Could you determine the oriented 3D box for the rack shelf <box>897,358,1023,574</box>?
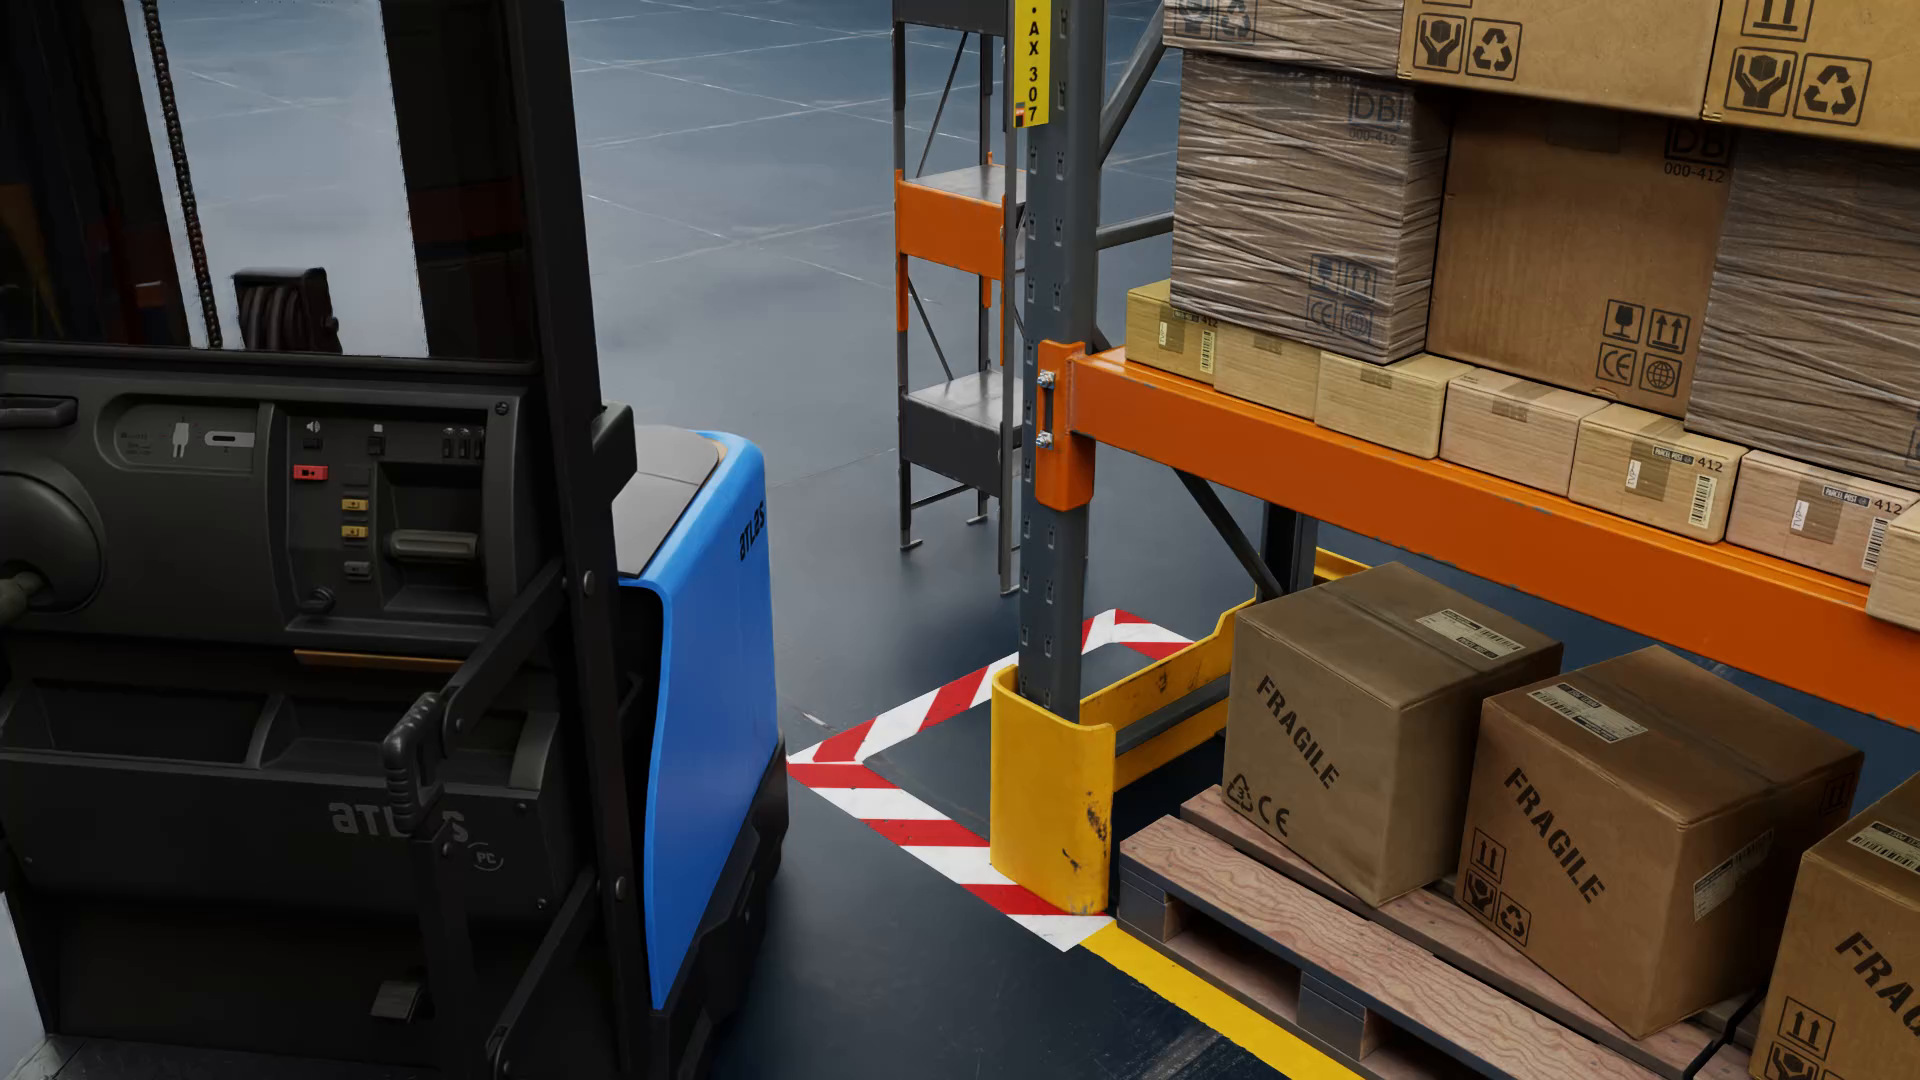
[{"bbox_3d":[0.113,-0.256,5.500,0.431,0.518,0.480,-21,32,-38],"label":"rack shelf"}]

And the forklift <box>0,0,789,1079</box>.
[{"bbox_3d":[-1.119,-0.017,2.256,1.130,2.935,3.031,3,25,7],"label":"forklift"}]

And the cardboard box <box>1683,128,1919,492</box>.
[{"bbox_3d":[1.634,-0.450,2.643,0.875,0.500,0.500,-21,32,-38],"label":"cardboard box"}]

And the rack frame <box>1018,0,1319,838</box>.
[{"bbox_3d":[0.538,-0.725,3.725,1.000,3.000,0.127,-21,32,-38],"label":"rack frame"}]

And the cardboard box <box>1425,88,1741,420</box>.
[{"bbox_3d":[1.324,-0.614,3.002,0.875,0.500,0.500,-21,32,-38],"label":"cardboard box"}]

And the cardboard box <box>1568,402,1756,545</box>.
[{"bbox_3d":[1.228,-0.148,2.762,0.380,0.149,0.250,-21,32,-38],"label":"cardboard box"}]

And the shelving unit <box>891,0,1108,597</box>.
[{"bbox_3d":[0.113,-0.905,5.204,0.431,2.100,0.503,-21,32,-38],"label":"shelving unit"}]

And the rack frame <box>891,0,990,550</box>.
[{"bbox_3d":[-0.054,-0.979,5.366,0.400,2.100,0.015,-21,32,-38],"label":"rack frame"}]

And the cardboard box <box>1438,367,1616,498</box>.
[{"bbox_3d":[1.062,-0.225,2.933,0.380,0.149,0.250,-21,32,-38],"label":"cardboard box"}]

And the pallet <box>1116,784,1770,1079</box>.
[{"bbox_3d":[1.120,0.823,3.691,1.003,0.211,1.213,-21,32,-38],"label":"pallet"}]

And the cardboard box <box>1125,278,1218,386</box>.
[{"bbox_3d":[0.559,-0.456,3.439,0.380,0.149,0.250,-21,32,-38],"label":"cardboard box"}]

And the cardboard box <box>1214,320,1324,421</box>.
[{"bbox_3d":[0.716,-0.375,3.261,0.380,0.149,0.250,-21,32,-38],"label":"cardboard box"}]

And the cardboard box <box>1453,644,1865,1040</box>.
[{"bbox_3d":[1.387,0.587,3.355,0.500,0.500,0.500,-12,27,-25],"label":"cardboard box"}]

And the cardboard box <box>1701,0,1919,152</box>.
[{"bbox_3d":[1.395,-0.812,2.232,0.500,0.500,0.500,-21,32,-38],"label":"cardboard box"}]

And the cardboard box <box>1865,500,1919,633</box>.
[{"bbox_3d":[1.514,0.026,2.383,0.380,0.149,0.250,-21,32,-38],"label":"cardboard box"}]

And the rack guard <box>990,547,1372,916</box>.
[{"bbox_3d":[0.590,0.436,4.193,1.175,0.500,0.348,-21,32,-38],"label":"rack guard"}]

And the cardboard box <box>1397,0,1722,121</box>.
[{"bbox_3d":[1.052,-0.963,2.563,0.500,0.500,0.500,-21,32,-38],"label":"cardboard box"}]

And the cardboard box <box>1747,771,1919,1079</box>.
[{"bbox_3d":[1.801,0.782,2.928,0.500,0.500,0.500,-18,30,-34],"label":"cardboard box"}]

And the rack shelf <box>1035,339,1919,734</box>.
[{"bbox_3d":[1.905,0.208,2.546,1.077,0.370,4.000,-21,32,-38],"label":"rack shelf"}]

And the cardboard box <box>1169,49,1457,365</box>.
[{"bbox_3d":[0.894,-0.731,3.260,0.875,0.500,0.500,-21,32,-38],"label":"cardboard box"}]

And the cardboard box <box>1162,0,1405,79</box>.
[{"bbox_3d":[0.715,-1.117,2.900,0.500,0.500,0.500,-21,32,-38],"label":"cardboard box"}]

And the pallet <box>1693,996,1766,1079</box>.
[{"bbox_3d":[1.950,1.193,2.881,1.003,0.211,1.213,-21,32,-38],"label":"pallet"}]

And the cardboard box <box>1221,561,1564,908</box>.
[{"bbox_3d":[0.953,0.415,3.731,0.500,0.500,0.500,-15,28,-29],"label":"cardboard box"}]

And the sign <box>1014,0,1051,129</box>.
[{"bbox_3d":[0.143,-0.965,3.207,0.100,0.325,0.005,-21,32,-38],"label":"sign"}]

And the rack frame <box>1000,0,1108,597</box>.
[{"bbox_3d":[0.280,-0.831,5.042,0.400,2.100,0.015,-21,32,-38],"label":"rack frame"}]

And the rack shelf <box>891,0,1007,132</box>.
[{"bbox_3d":[0.113,-1.530,4.919,0.431,0.518,0.480,-21,32,-38],"label":"rack shelf"}]

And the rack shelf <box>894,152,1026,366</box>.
[{"bbox_3d":[0.113,-0.893,5.210,0.431,0.518,0.480,-21,32,-38],"label":"rack shelf"}]

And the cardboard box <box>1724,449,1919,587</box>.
[{"bbox_3d":[1.418,-0.080,2.613,0.380,0.149,0.250,-21,32,-38],"label":"cardboard box"}]

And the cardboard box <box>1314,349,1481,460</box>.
[{"bbox_3d":[0.876,-0.295,3.086,0.380,0.149,0.250,-21,32,-38],"label":"cardboard box"}]
